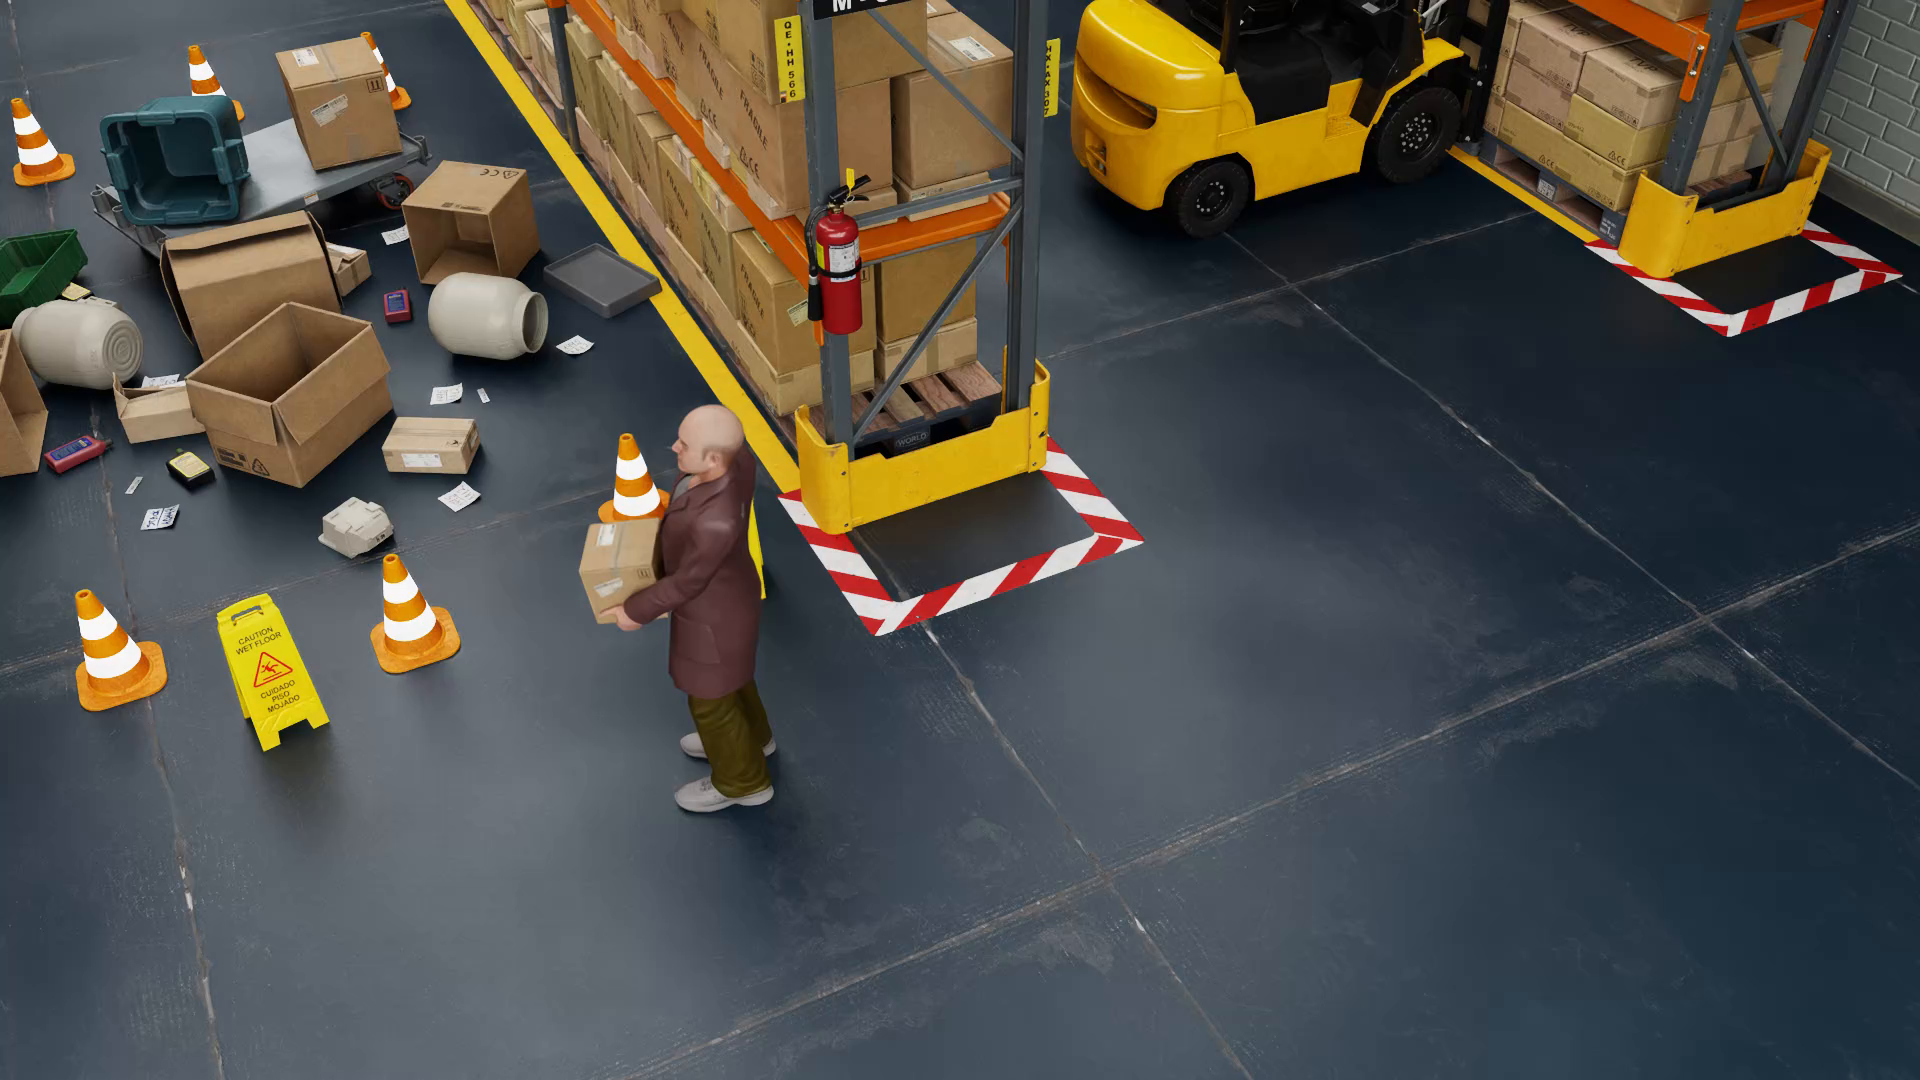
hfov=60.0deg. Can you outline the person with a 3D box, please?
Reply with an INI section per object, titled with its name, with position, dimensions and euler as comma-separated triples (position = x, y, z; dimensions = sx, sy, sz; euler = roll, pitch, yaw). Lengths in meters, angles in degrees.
[person]
position = -0.883, 0.337, 5.936
dimensions = 0.421, 1.568, 0.654
euler = -3, 41, -4
